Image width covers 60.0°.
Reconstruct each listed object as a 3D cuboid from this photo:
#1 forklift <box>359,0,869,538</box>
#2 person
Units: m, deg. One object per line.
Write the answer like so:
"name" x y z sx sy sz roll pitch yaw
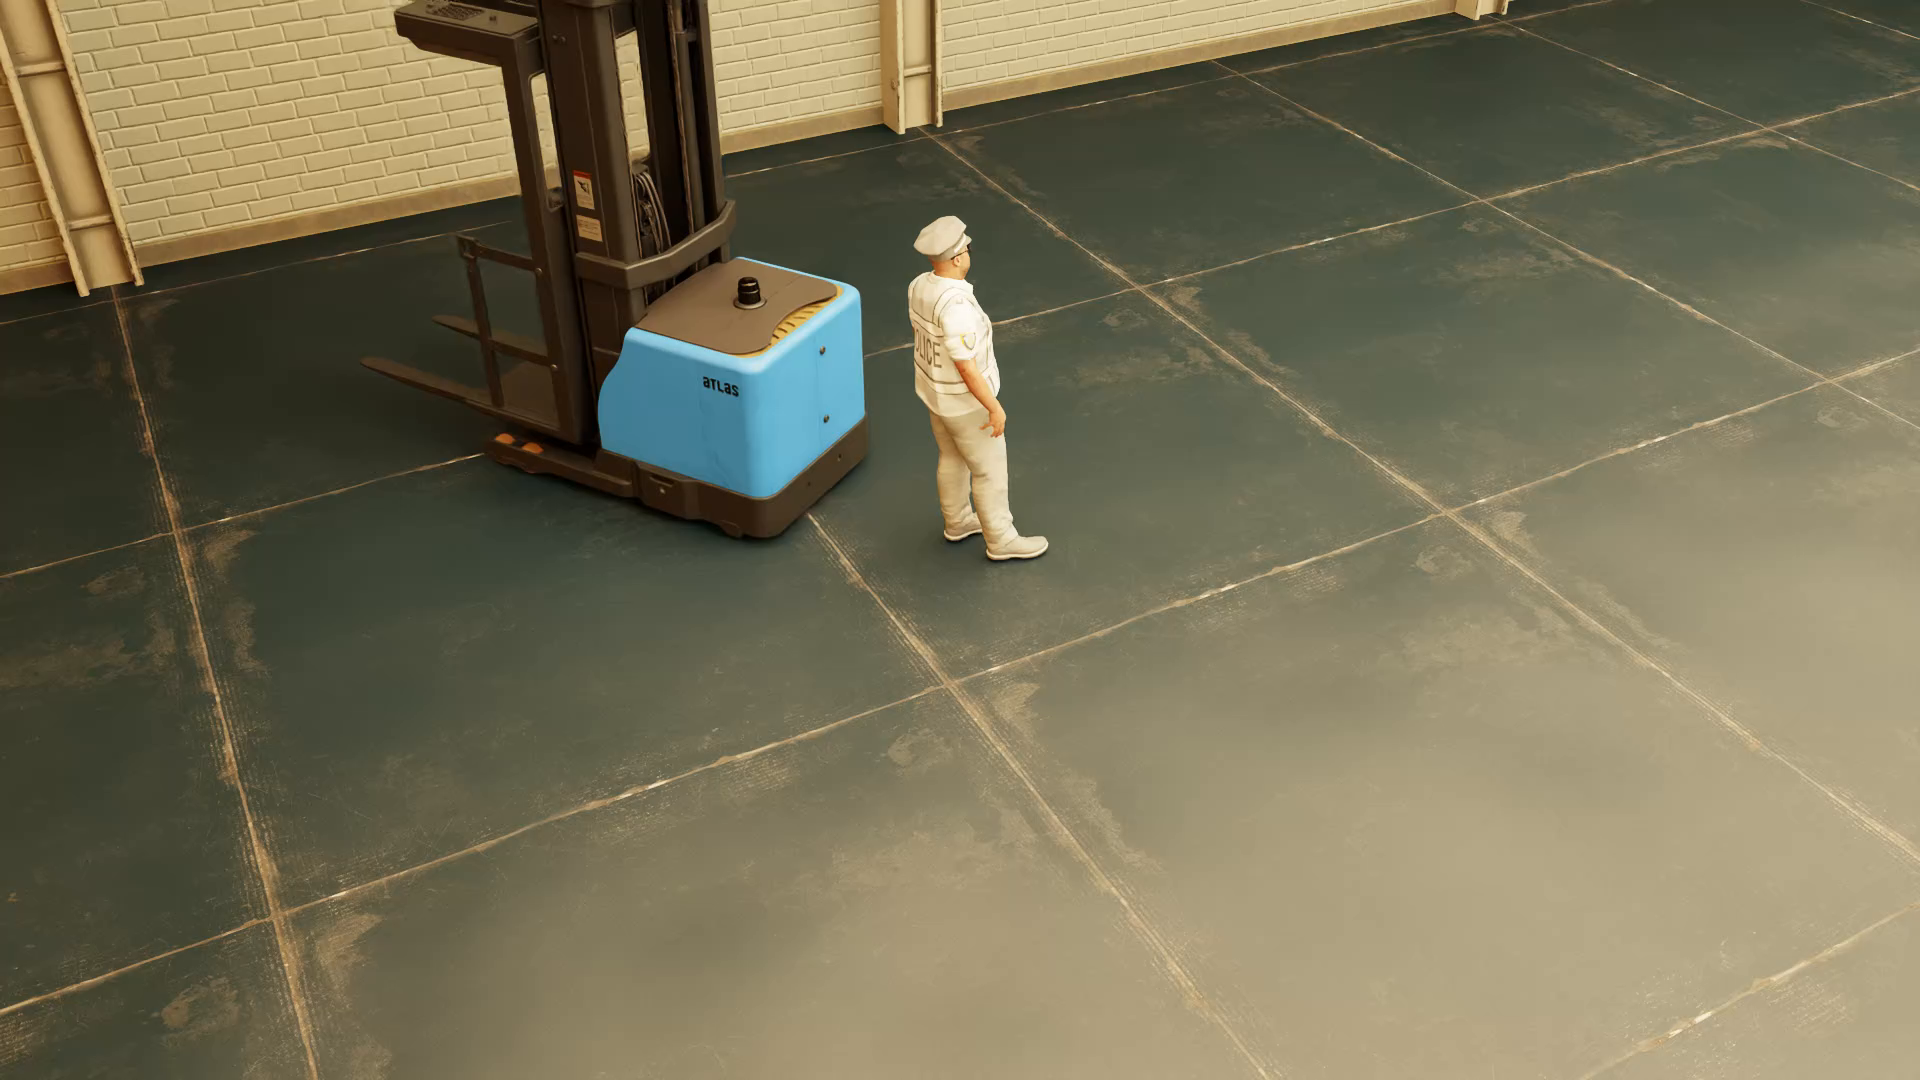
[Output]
"forklift" -2.047 -1.812 8.687 3.031 2.935 1.130 18 39 23
"person" 0.074 -0.748 8.165 0.575 1.780 0.640 -17 39 -23
